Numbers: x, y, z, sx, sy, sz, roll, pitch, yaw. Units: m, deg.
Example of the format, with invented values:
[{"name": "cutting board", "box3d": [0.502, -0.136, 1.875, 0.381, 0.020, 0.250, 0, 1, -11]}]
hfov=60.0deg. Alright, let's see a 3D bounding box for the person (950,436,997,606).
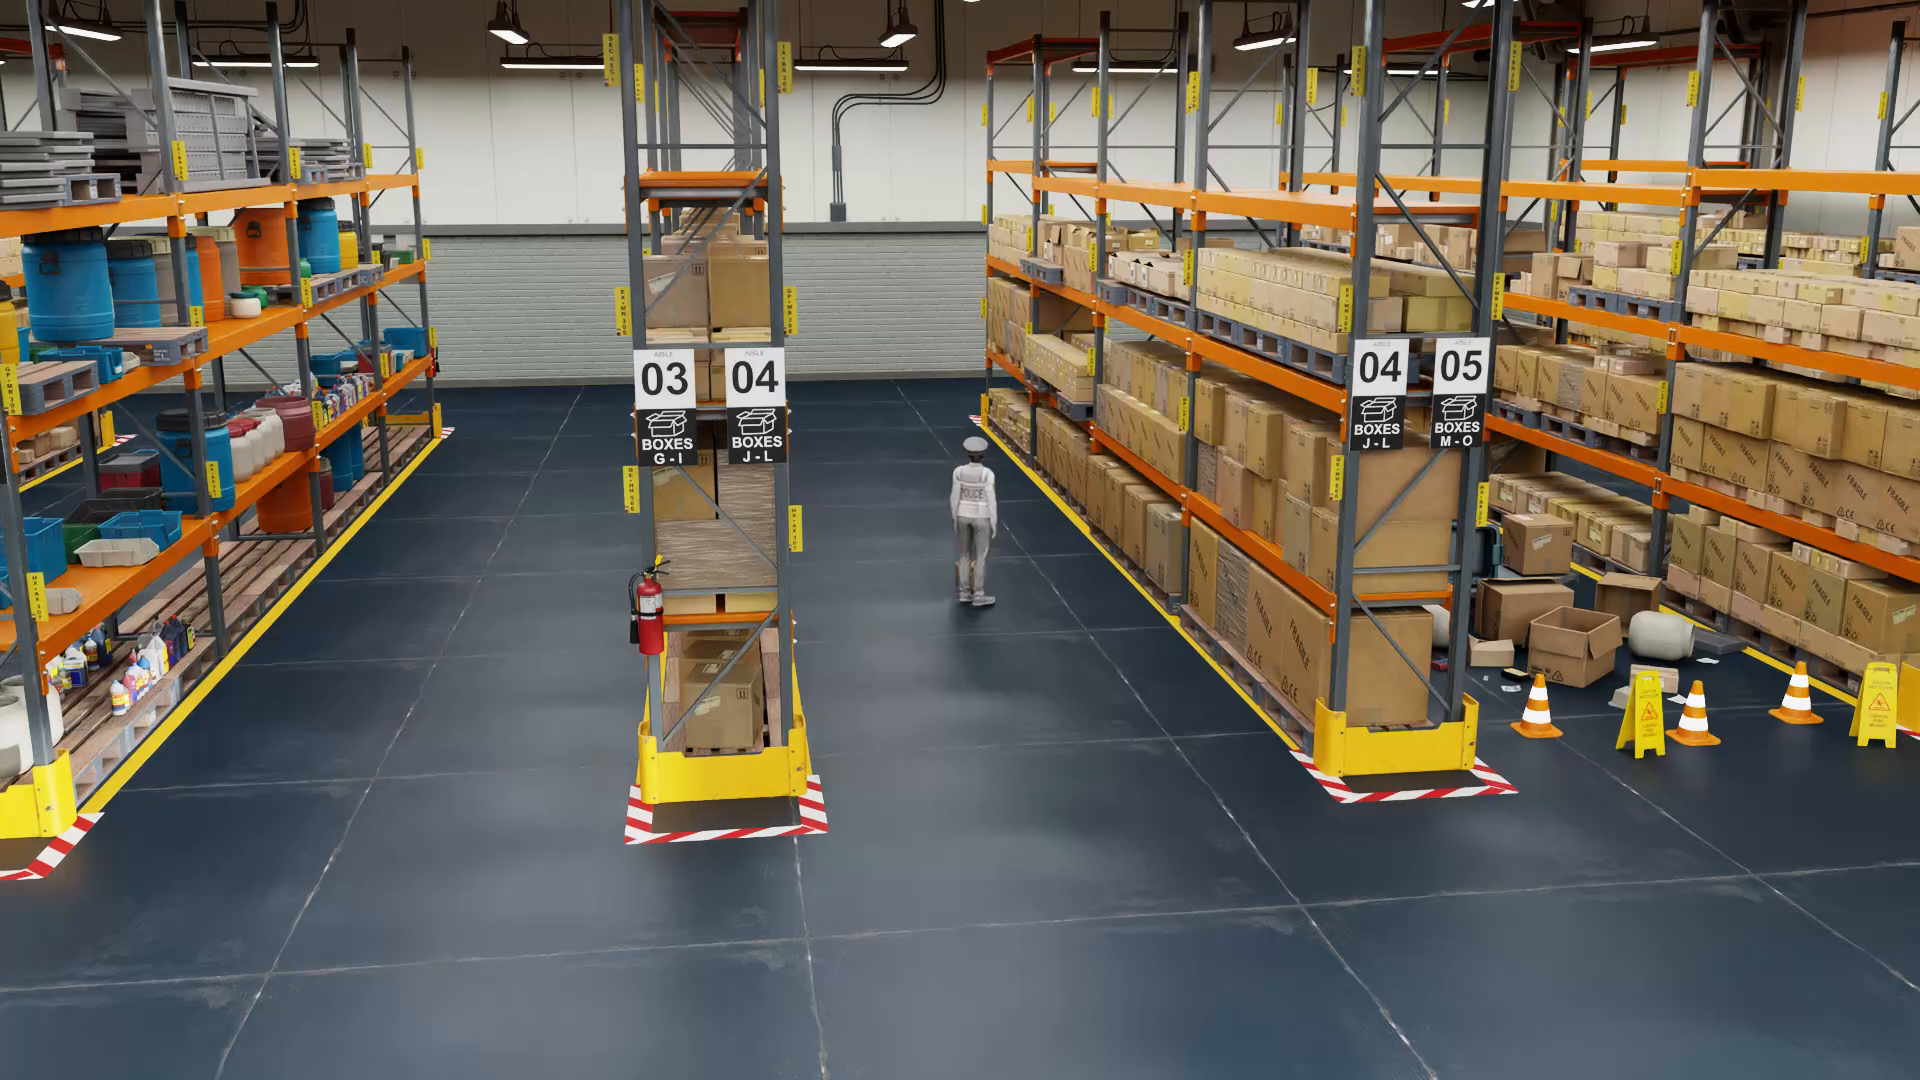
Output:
[{"name": "person", "box3d": [0.137, -0.186, 16.654, 0.487, 1.702, 0.369, 5, 14, 19]}]
